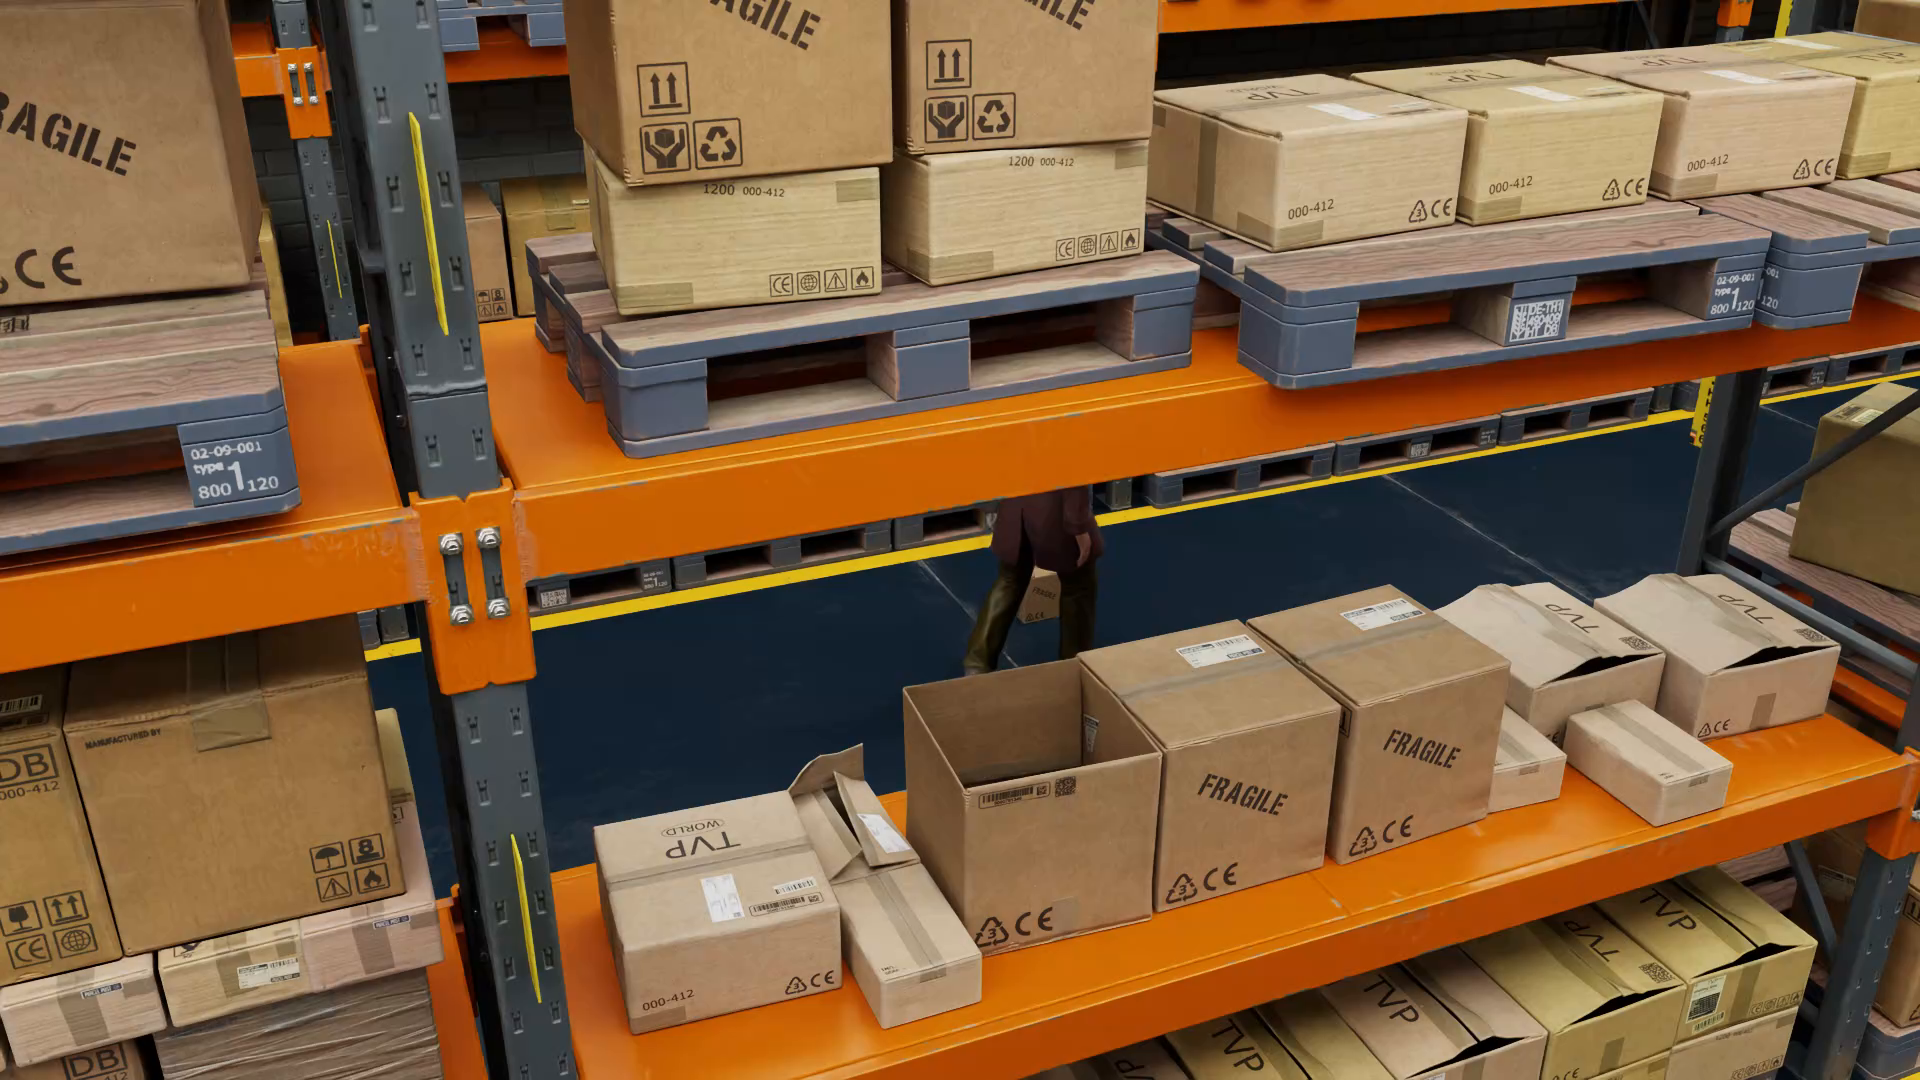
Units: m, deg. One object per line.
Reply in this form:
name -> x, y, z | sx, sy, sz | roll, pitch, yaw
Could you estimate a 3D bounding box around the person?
person -> 0.334, -0.137, 7.422 | 0.684, 1.760, 0.809 | 21, 33, 37
